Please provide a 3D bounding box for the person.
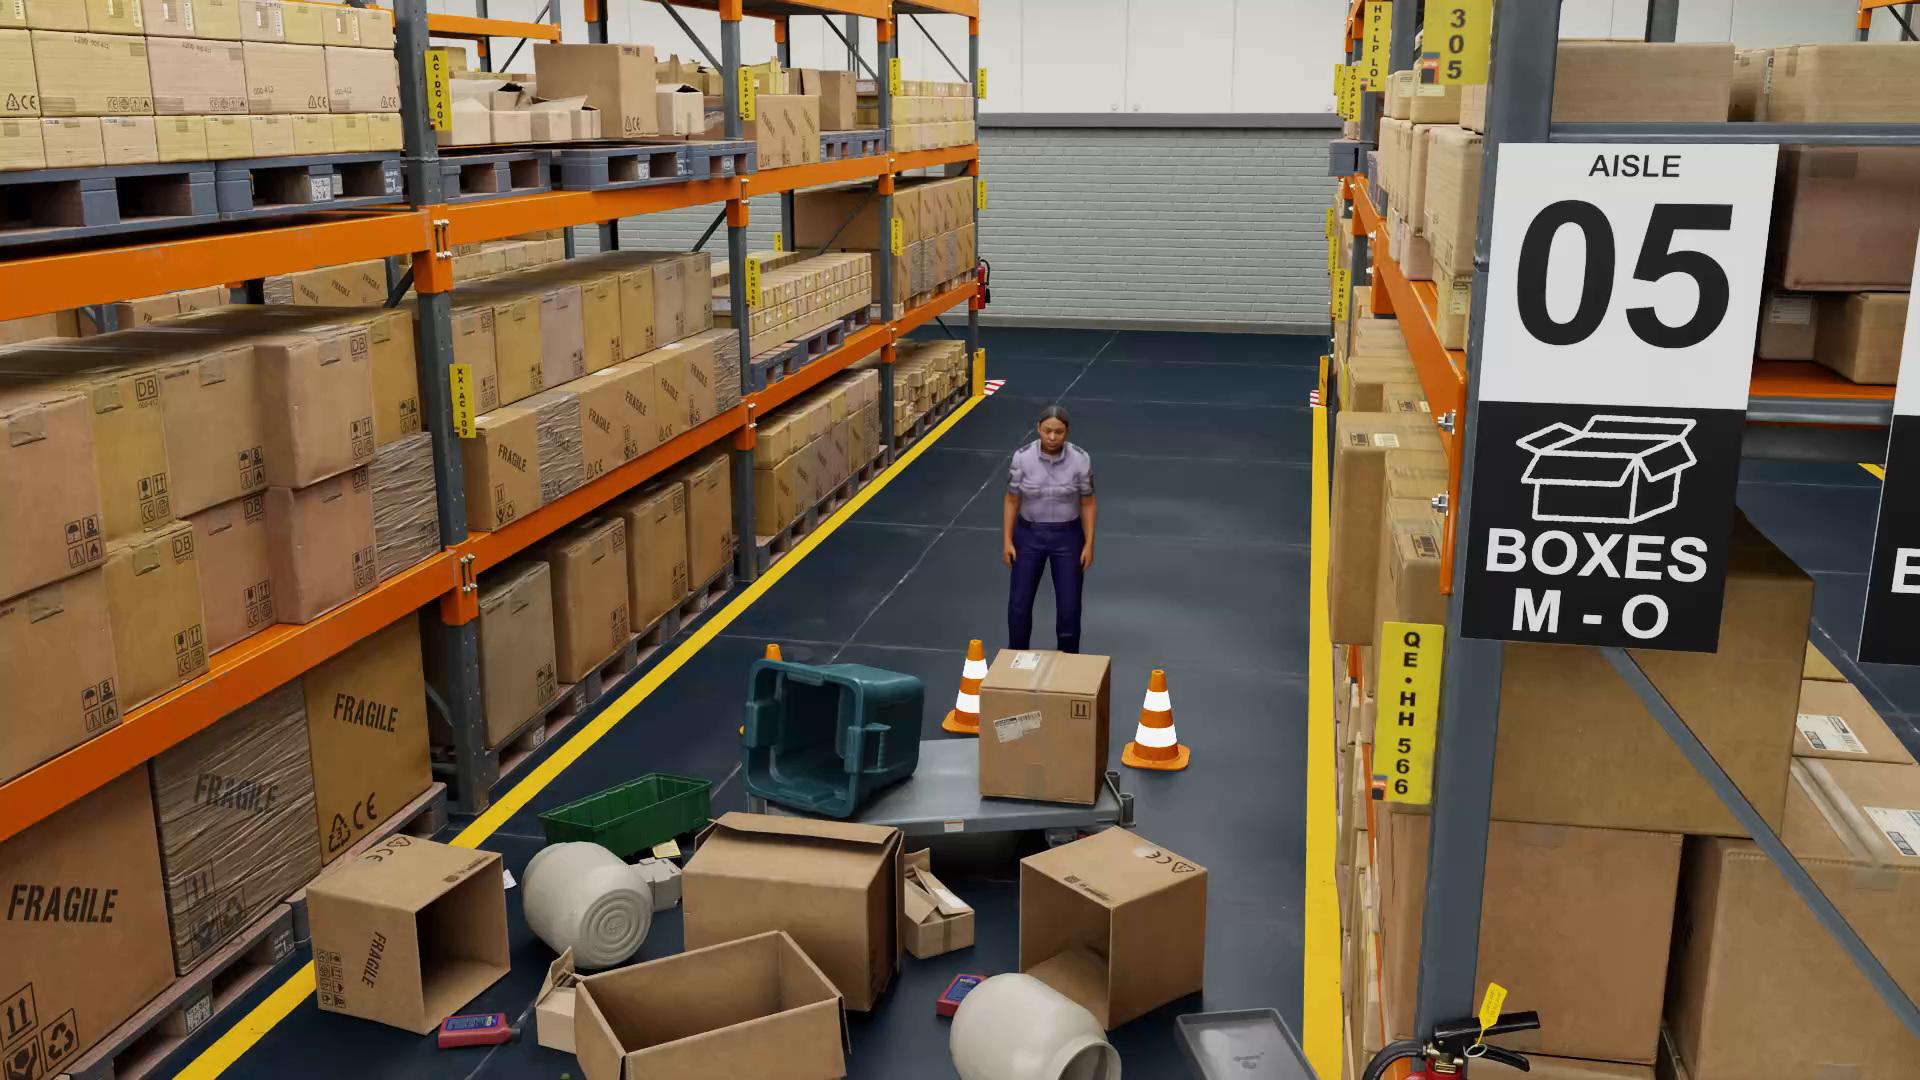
[{"bbox_3d":[0.488,0.046,9.358,0.547,1.650,0.341,1,15,5],"label":"person"}]
